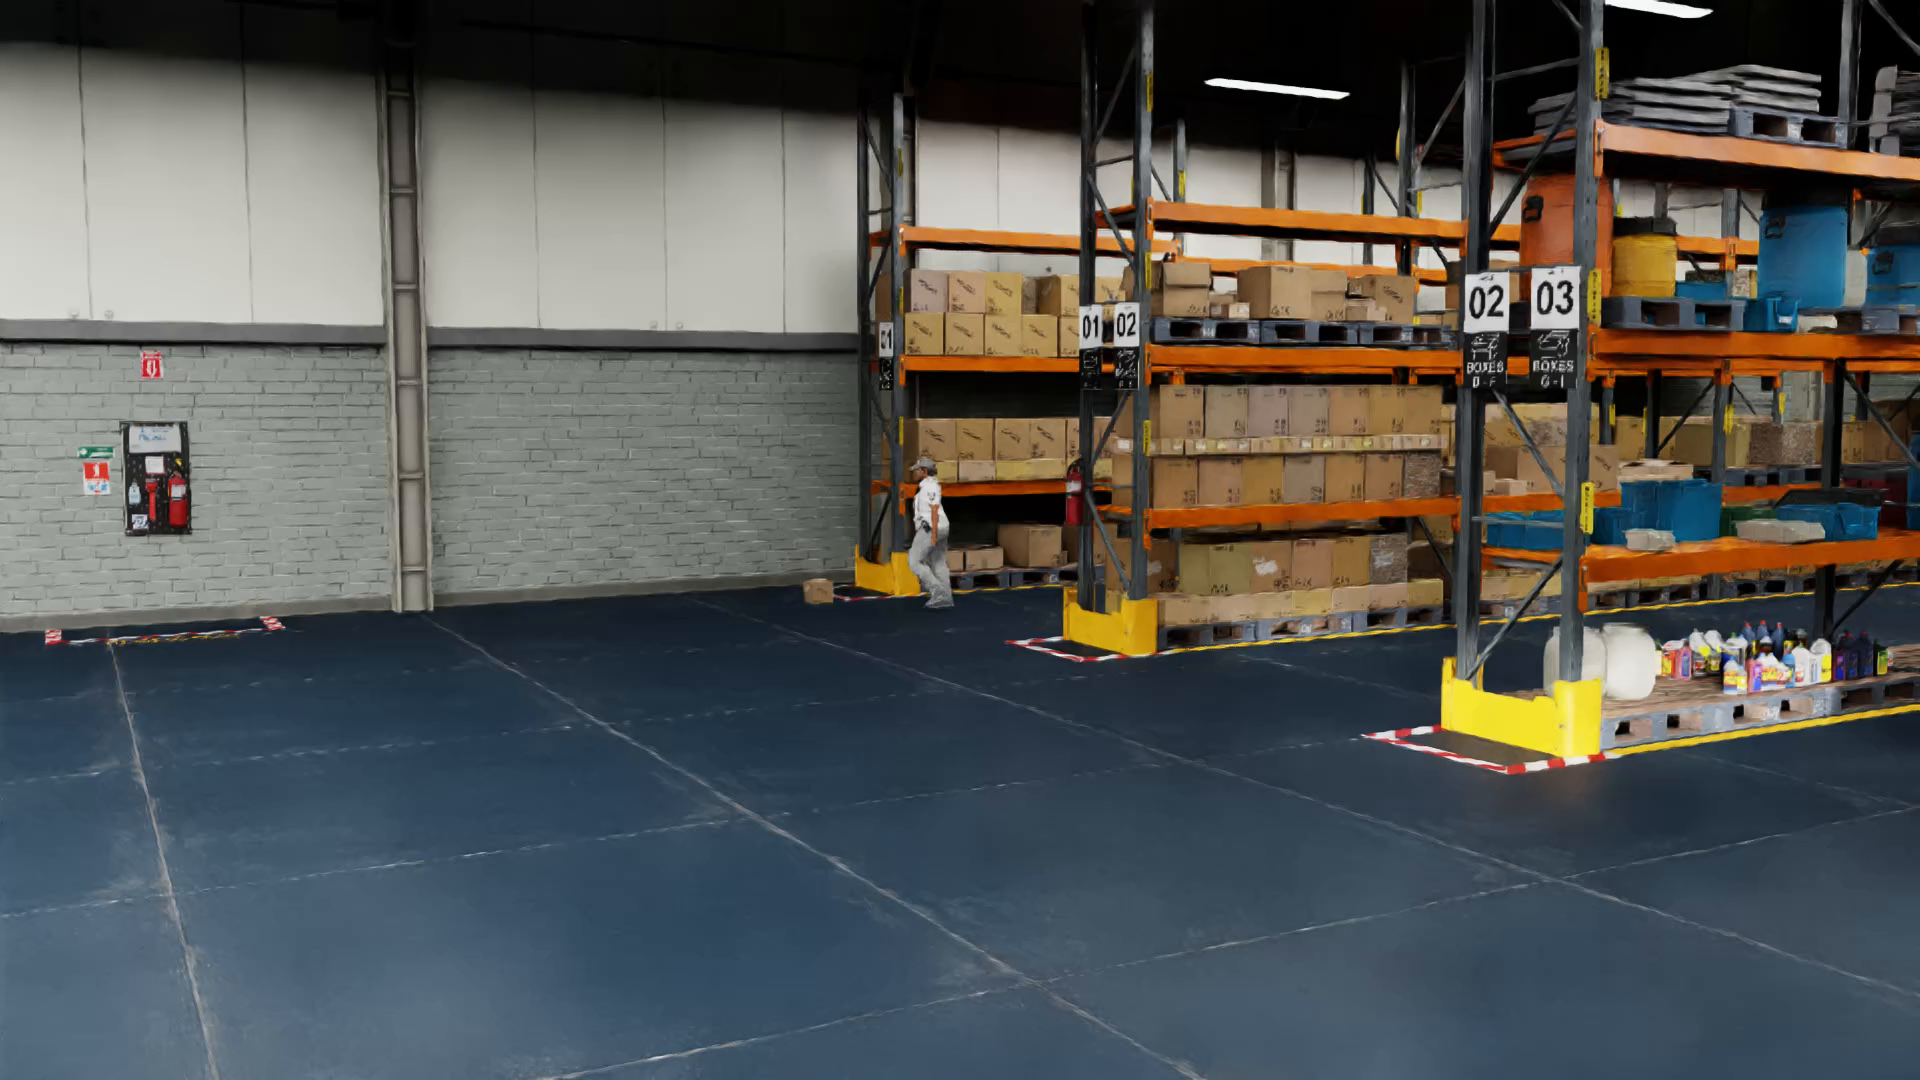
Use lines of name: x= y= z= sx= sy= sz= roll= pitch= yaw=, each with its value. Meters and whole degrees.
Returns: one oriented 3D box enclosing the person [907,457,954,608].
person: x=-0.320 y=-0.082 z=18.249 sx=0.492 sy=1.654 sz=0.524 roll=1 pitch=5 yaw=8
